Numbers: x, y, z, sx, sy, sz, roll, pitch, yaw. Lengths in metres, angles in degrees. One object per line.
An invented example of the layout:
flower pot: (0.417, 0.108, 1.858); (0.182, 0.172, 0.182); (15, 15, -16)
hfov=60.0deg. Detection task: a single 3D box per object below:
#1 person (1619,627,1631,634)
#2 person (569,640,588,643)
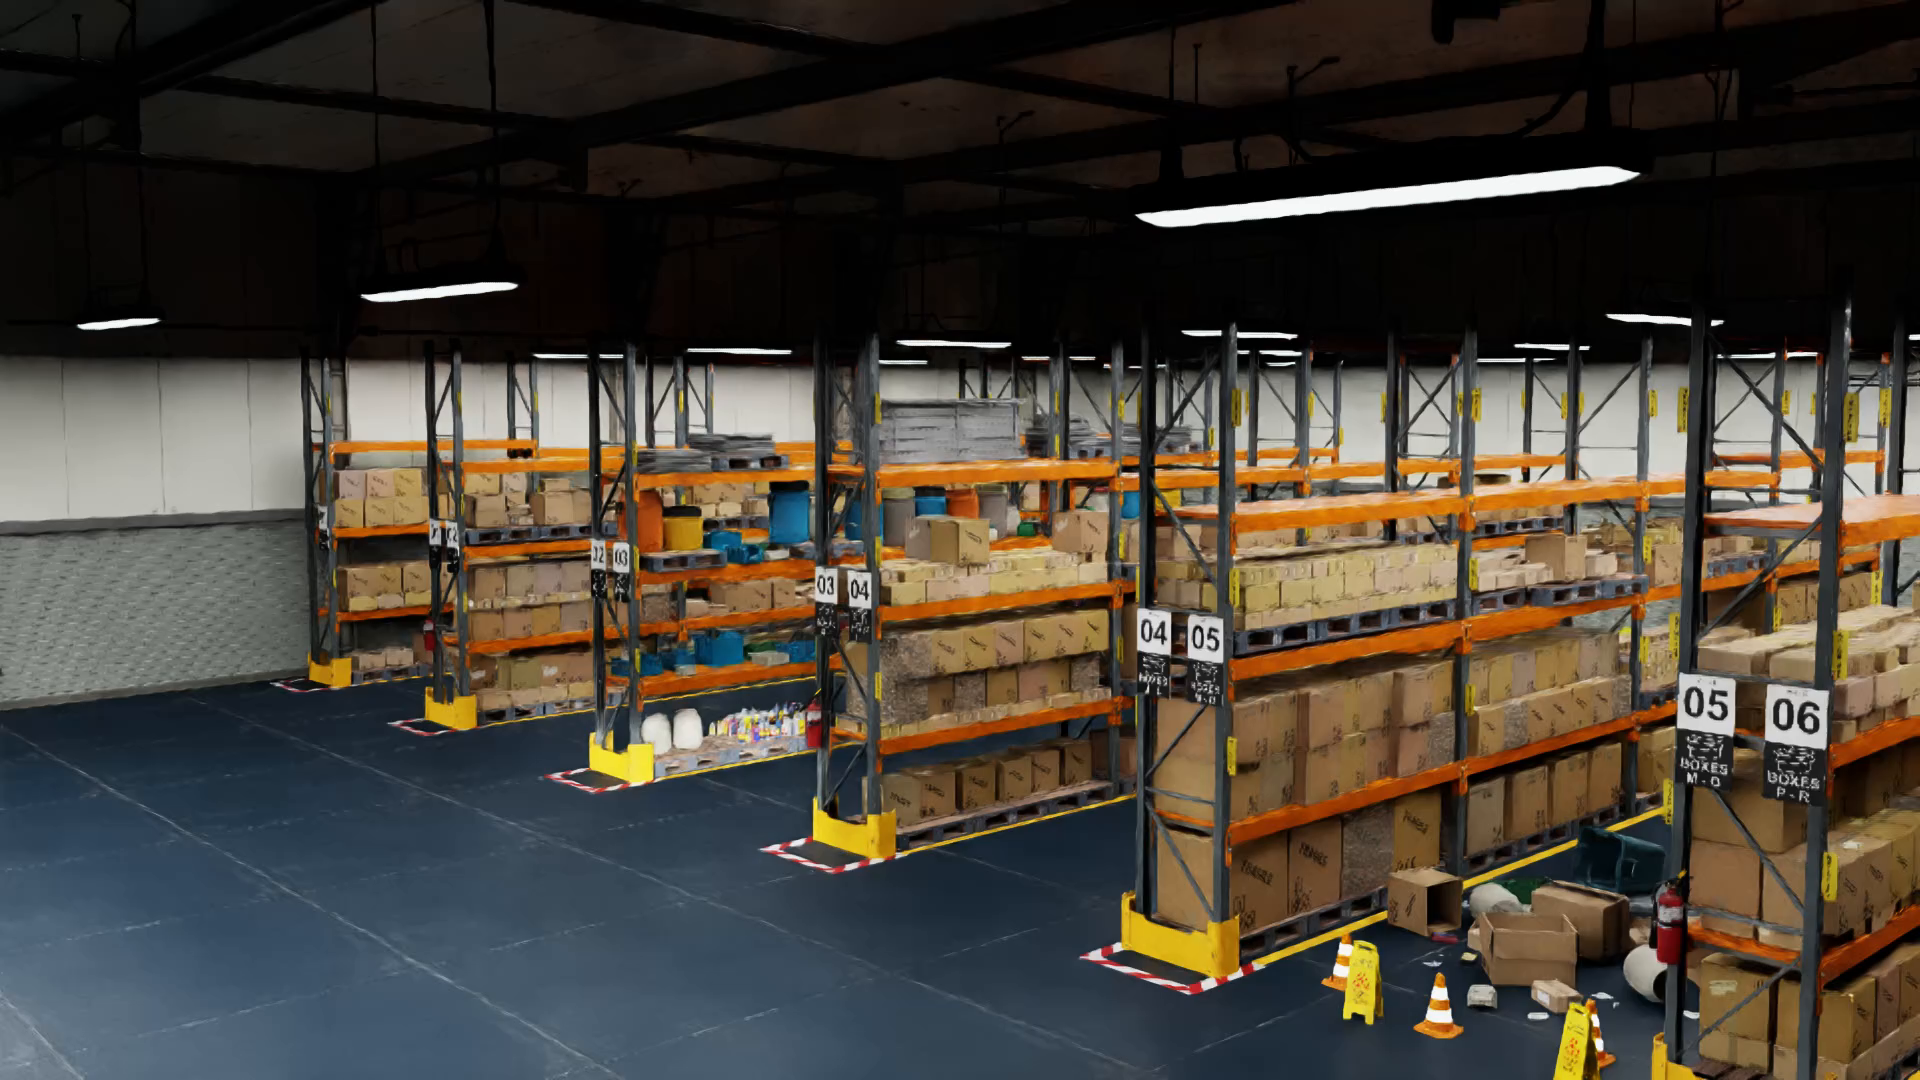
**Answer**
person: (9.963, 2.135, 24.830); (0.578, 1.714, 0.719); (-5, 7, -44)
person: (-6.879, 1.721, 29.337); (1.175, 1.681, 0.599); (-4, 7, -40)
